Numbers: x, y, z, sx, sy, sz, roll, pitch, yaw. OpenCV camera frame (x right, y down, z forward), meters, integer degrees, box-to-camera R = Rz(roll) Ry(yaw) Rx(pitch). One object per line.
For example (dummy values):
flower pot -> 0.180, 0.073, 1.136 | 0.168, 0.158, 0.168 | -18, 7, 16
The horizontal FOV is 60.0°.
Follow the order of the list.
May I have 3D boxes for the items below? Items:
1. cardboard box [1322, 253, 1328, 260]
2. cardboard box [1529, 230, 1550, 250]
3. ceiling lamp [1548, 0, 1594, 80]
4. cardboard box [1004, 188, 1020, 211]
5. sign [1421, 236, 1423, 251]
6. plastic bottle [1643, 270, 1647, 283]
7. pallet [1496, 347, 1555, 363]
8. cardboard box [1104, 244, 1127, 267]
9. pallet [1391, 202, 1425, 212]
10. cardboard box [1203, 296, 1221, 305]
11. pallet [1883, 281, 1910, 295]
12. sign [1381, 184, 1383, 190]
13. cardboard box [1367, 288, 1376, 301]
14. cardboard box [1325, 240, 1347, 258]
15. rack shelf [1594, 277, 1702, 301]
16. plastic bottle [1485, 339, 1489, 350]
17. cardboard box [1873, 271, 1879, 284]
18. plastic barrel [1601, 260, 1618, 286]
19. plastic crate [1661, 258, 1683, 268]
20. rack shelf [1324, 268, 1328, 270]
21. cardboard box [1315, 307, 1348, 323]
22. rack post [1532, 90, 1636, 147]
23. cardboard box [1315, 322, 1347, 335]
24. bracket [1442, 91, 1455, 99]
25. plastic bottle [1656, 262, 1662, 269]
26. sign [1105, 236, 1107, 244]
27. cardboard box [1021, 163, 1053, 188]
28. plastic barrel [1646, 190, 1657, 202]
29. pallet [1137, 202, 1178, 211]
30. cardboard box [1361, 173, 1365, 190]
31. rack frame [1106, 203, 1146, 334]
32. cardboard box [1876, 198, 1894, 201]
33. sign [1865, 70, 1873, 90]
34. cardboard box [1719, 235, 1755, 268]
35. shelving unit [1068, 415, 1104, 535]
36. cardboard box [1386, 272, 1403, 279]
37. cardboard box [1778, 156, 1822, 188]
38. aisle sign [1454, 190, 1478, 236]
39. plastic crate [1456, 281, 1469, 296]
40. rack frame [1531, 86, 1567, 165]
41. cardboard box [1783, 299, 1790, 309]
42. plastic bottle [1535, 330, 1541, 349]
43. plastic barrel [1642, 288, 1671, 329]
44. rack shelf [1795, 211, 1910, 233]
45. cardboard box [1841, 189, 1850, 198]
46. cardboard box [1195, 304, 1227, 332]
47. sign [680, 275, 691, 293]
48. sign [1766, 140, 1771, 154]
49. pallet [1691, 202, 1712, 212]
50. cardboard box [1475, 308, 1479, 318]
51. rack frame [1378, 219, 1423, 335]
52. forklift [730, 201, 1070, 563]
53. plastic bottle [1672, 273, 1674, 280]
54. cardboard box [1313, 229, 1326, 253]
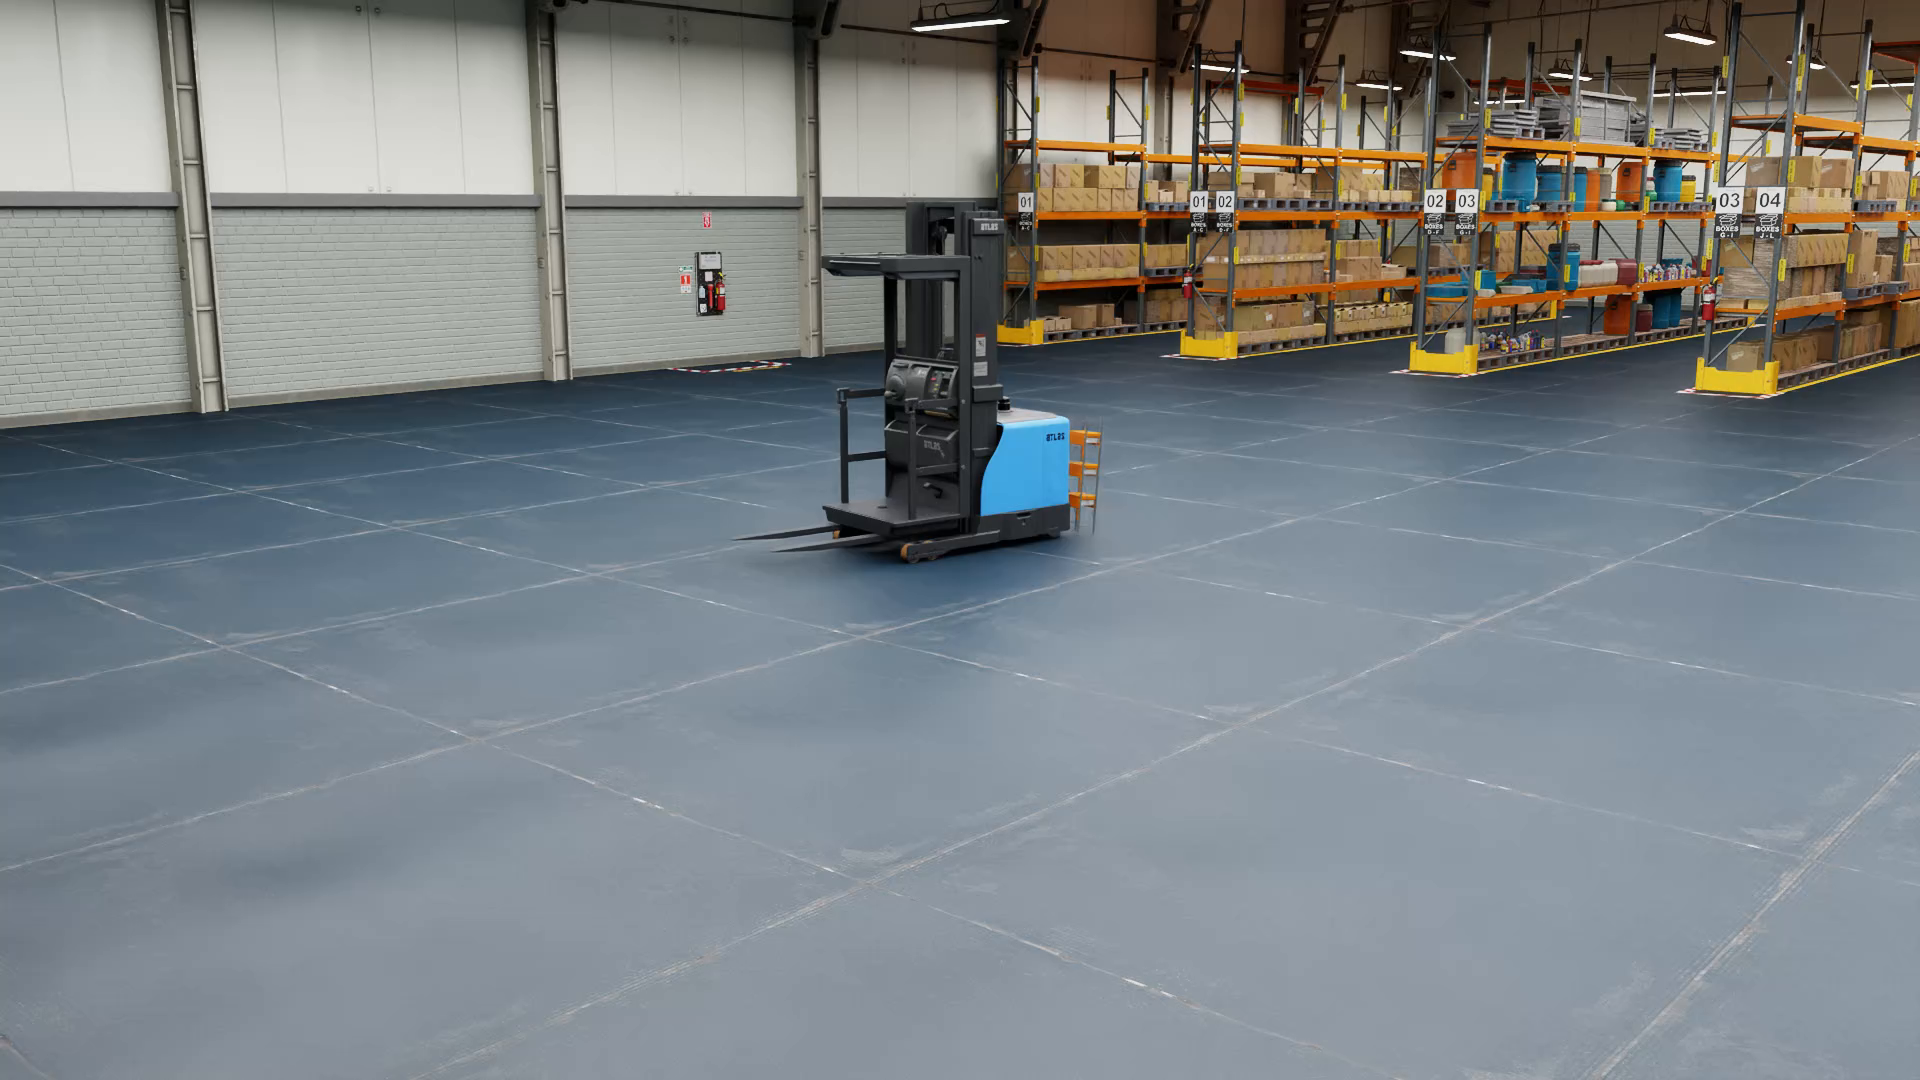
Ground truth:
cardboard box -> 7.571, -6.020, 35.280 | 0.380, 0.149, 0.250 | 10, 15, 40
cardboard box -> 15.091, -7.850, 43.545 | 0.500, 0.500, 0.500 | 10, 15, 42
ceiling lamp -> 14.347, -12.229, 38.059 | 0.800, 3.185, 2.000 | 10, 15, 40
cardboard box -> 1.311, -7.396, 36.115 | 0.500, 0.500, 0.500 | -11, 16, -43
sign -> 10.649, -6.805, 38.168 | 0.100, 0.325, 0.005 | 10, 15, 40
plastic bottle -> 14.728, -5.675, 35.763 | 0.061, 0.283, 0.133 | 10, 15, 40
pallet -> 10.833, -3.618, 32.288 | 1.003, 0.211, 1.213 | 10, 15, 40
cardboard box -> 3.461, -6.480, 37.916 | 0.500, 0.500, 0.500 | 10, 15, 40
pallet -> 9.849, -7.576, 37.806 | 1.213, 0.211, 1.003 | 11, 16, 43
cardboard box -> 6.070, -5.826, 41.480 | 0.700, 0.500, 0.500 | 10, 15, 41
pallet -> 17.278, -4.815, 31.648 | 1.213, 0.211, 1.003 | 10, 15, 40
sign -> 9.824, -8.104, 38.647 | 0.100, 0.325, 0.005 | 10, 15, 40
cardboard box -> 11.400, -6.990, 47.359 | 0.700, 0.500, 0.500 | 10, 15, 40
cardboard box -> 10.003, -7.869, 45.683 | 0.980, 0.700, 0.700 | 9, 15, 39
rack shelf -> 15.269, -5.609, 36.973 | 1.077, 0.370, 4.000 | 10, 15, 40
plastic bottle -> 10.055, -3.731, 31.753 | 0.097, 0.201, 0.097 | 0, 11, 0
cardboard box -> 16.771, -4.887, 30.792 | 0.396, 0.266, 0.258 | 9, 15, 39
plastic barrel -> 13.430, -5.544, 34.523 | 0.421, 0.512, 0.421 | 0, 11, 0
plastic crate -> 16.641, -6.391, 38.936 | 0.392, 0.384, 0.575 | 10, 15, 40
rack shelf -> 10.467, -7.479, 46.333 | 1.077, 0.370, 4.000 | 10, 15, 40
cardboard box -> 8.049, -4.881, 36.009 | 0.500, 0.311, 0.500 | 10, 15, 41
rack post -> 12.543, -8.420, 33.382 | 1.013, 1.000, 3.121 | 10, 15, 40
cardboard box -> 8.042, -4.605, 36.057 | 0.500, 0.250, 0.500 | 9, 15, 39
bracket -> 15.025, -13.706, 51.166 | 0.235, 0.232, 0.430 | 10, 15, 40
plastic bottle -> 16.086, -6.216, 38.302 | 0.144, 0.351, 0.185 | 10, 15, 40
sign -> 3.447, -6.999, 39.139 | 0.100, 0.325, 0.005 | 10, 15, 40
cardboard box -> 1.662, -7.817, 35.673 | 0.500, 0.500, 0.500 | 8, 14, 36
plastic barrel -> 14.820, -7.395, 35.742 | 0.294, 0.245, 0.294 | 0, 11, 0
pallet -> 4.354, -7.816, 39.007 | 1.213, 0.211, 1.003 | 10, 15, 40
cardboard box -> 10.833, -9.853, 45.865 | 0.500, 0.500, 0.500 | 9, 14, 38
rack frame -> 3.866, -6.360, 38.896 | 1.000, 3.000, 0.127 | 10, 15, 40
cardboard box -> 16.888, -6.175, 30.693 | 0.500, 0.250, 0.500 | 10, 15, 42
sign -> 15.424, -7.805, 28.225 | 0.100, 0.325, 0.005 | 10, 15, 40
cardboard box -> 12.565, -4.648, 26.759 | 0.500, 0.500, 0.500 | 10, 15, 40
shelving unit -> 1.090, -0.586, 14.923 | 0.215, 1.050, 0.252 | -2, 10, -37
cardboard box -> 9.844, -6.017, 37.822 | 0.380, 0.149, 0.250 | 10, 15, 40
cardboard box -> 13.571, -5.945, 26.867 | 0.500, 0.500, 0.500 | 10, 15, 40
aisle sign -> 8.840, -5.717, 29.039 | 0.394, 0.787, 0.004 | 10, 15, 40
plastic crate -> 9.206, -4.625, 30.588 | 0.499, 0.251, 0.408 | 10, 15, 40
rack frame -> 15.511, -10.428, 43.944 | 1.000, 3.000, 0.127 | 10, 15, 40
cardboard box -> 13.111, -3.807, 26.757 | 0.380, 0.149, 0.250 | 10, 15, 40
plastic bottle -> 11.099, -3.864, 32.038 | 0.144, 0.351, 0.185 | 9, 15, 39
plastic barrel -> 15.749, -5.251, 37.629 | 0.600, 0.901, 0.708 | 10, 15, 40
rack shelf -> 16.349, -5.851, 30.527 | 1.077, 0.370, 4.000 | 10, 15, 40
cardboard box -> 15.031, -5.947, 28.532 | 0.380, 0.149, 0.250 | 10, 15, 42
cardboard box -> 5.080, -4.474, 33.488 | 0.500, 0.500, 0.500 | 10, 15, 40
sign -> -5.025, -4.695, 30.466 | 0.001, 0.329, 0.234 | 10, 15, 40
sign -> 19.653, -9.560, 40.422 | 0.100, 0.325, 0.005 | 10, 15, 40
pallet -> 16.145, -7.507, 37.460 | 1.213, 0.211, 1.003 | 10, 15, 40
cardboard box -> 12.427, -5.706, 40.879 | 0.500, 0.500, 0.500 | 10, 15, 41
rack frame -> 10.230, -6.309, 38.639 | 1.000, 3.000, 0.127 | 10, 15, 40
forklift -> -0.490, -1.362, 14.048 | 3.031, 2.935, 1.130 | -9, 14, -37
plastic bottle -> 15.853, -5.891, 37.053 | 0.097, 0.201, 0.097 | 0, 11, 0
cardboard box -> 7.301, -6.339, 35.224 | 0.700, 0.500, 0.500 | 10, 15, 41
